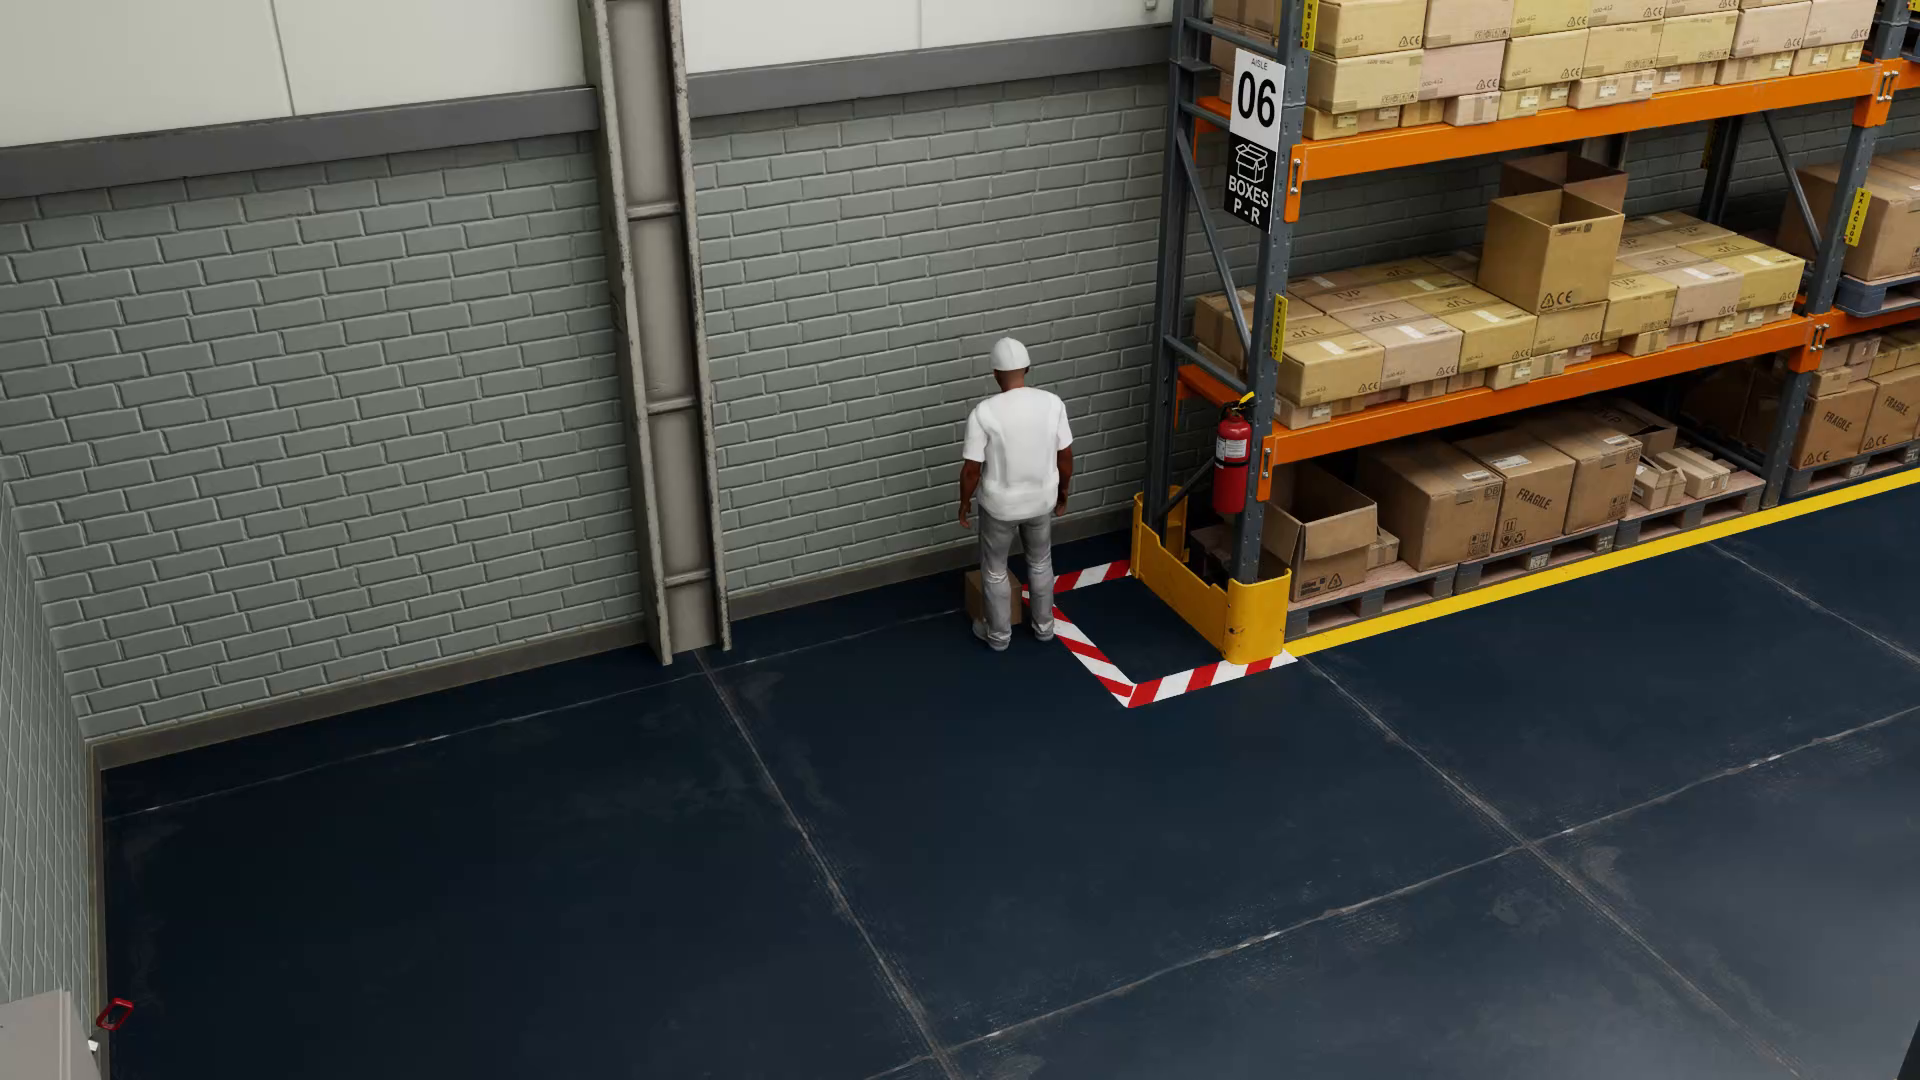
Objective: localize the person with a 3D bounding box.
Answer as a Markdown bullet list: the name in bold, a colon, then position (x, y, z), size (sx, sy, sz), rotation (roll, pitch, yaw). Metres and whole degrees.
- **person**: position (0.290, -0.243, 8.845), size (0.628, 1.662, 0.356), rotation (-9, 30, -15)
